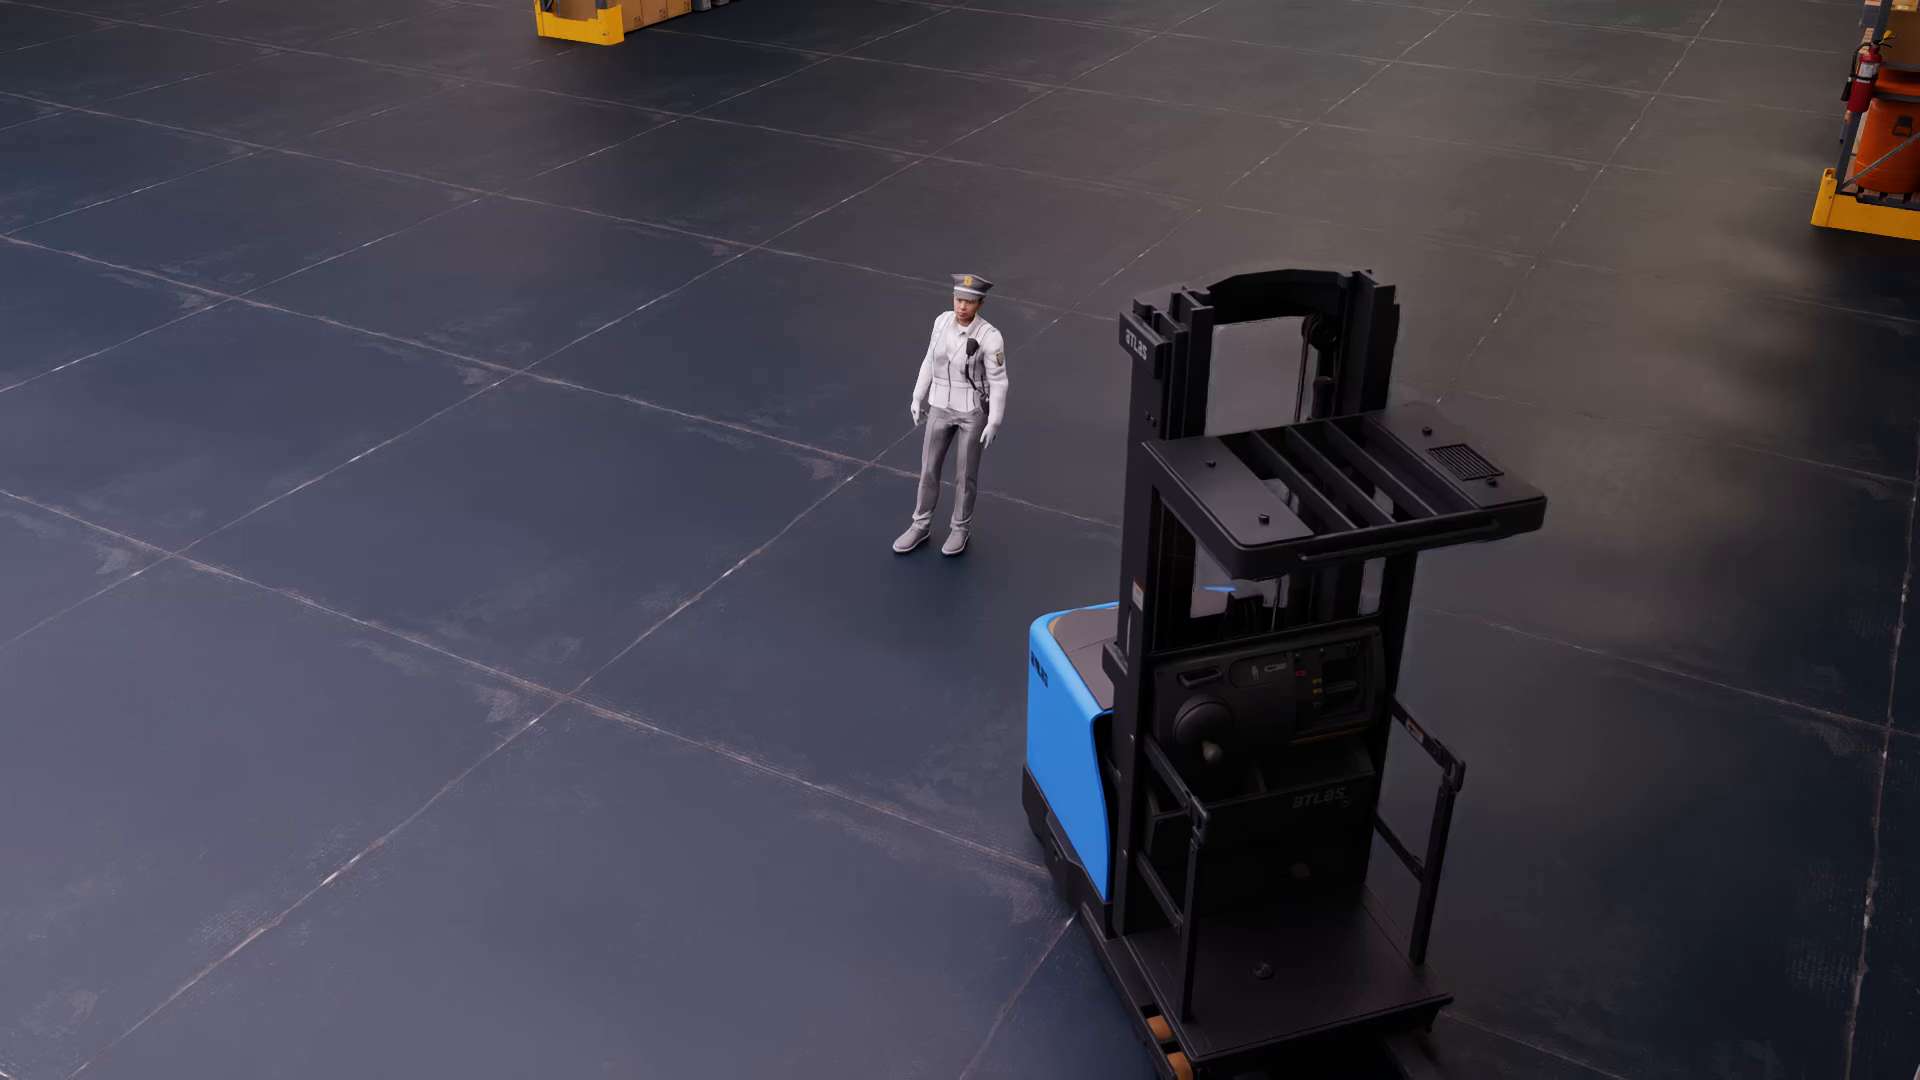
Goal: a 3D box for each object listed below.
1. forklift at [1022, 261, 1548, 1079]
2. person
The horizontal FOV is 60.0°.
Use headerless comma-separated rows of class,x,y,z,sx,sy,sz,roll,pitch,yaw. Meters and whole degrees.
forklift,1.218,0.622,5.993,1.130,2.935,3.031,-9,31,-15
person,-0.039,-0.712,9.527,0.586,1.694,0.532,15,33,25
